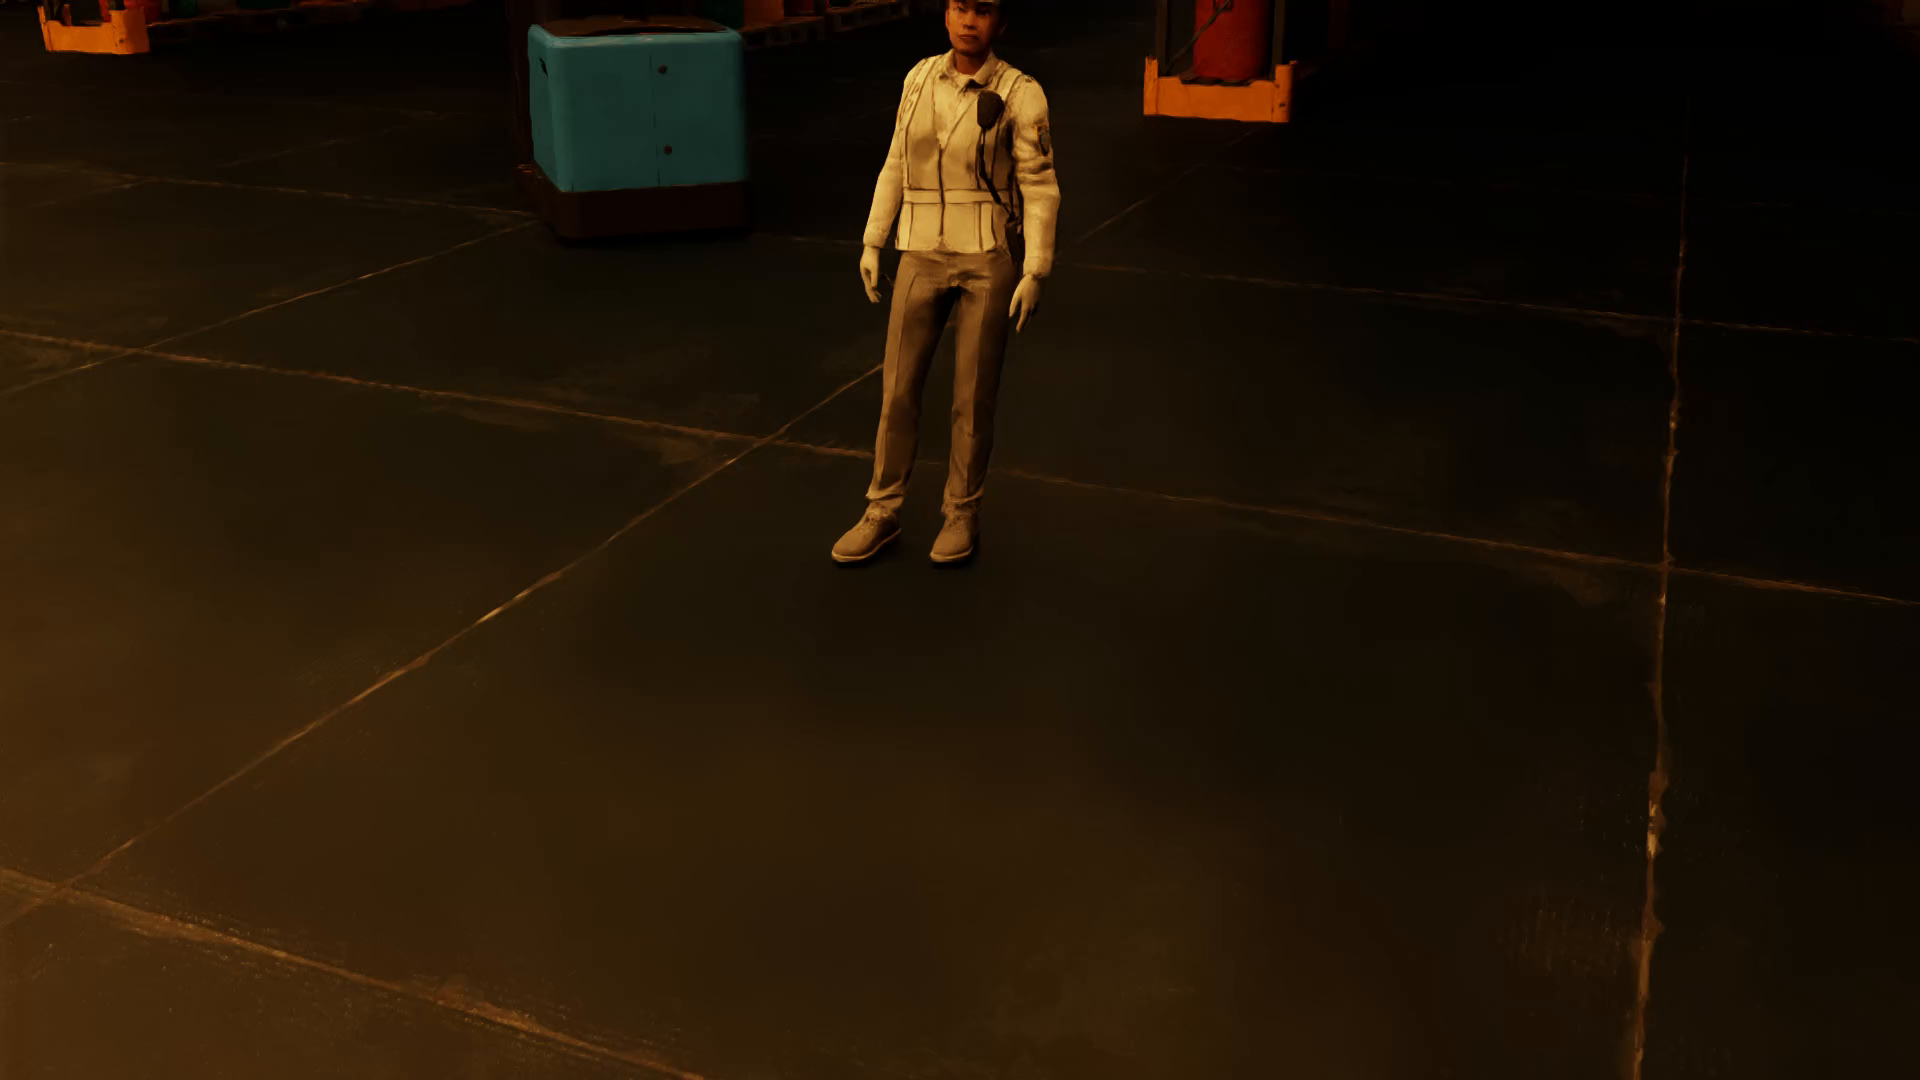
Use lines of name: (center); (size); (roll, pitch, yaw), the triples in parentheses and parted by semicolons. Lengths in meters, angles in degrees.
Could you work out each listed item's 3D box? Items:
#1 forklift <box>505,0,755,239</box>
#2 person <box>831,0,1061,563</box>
forklift: (-2.104, -3.468, 9.588); (1.130, 2.935, 3.031); (-8, 24, -19)
person: (-0.032, -0.765, 4.708); (0.586, 1.695, 0.533); (9, 24, 21)
